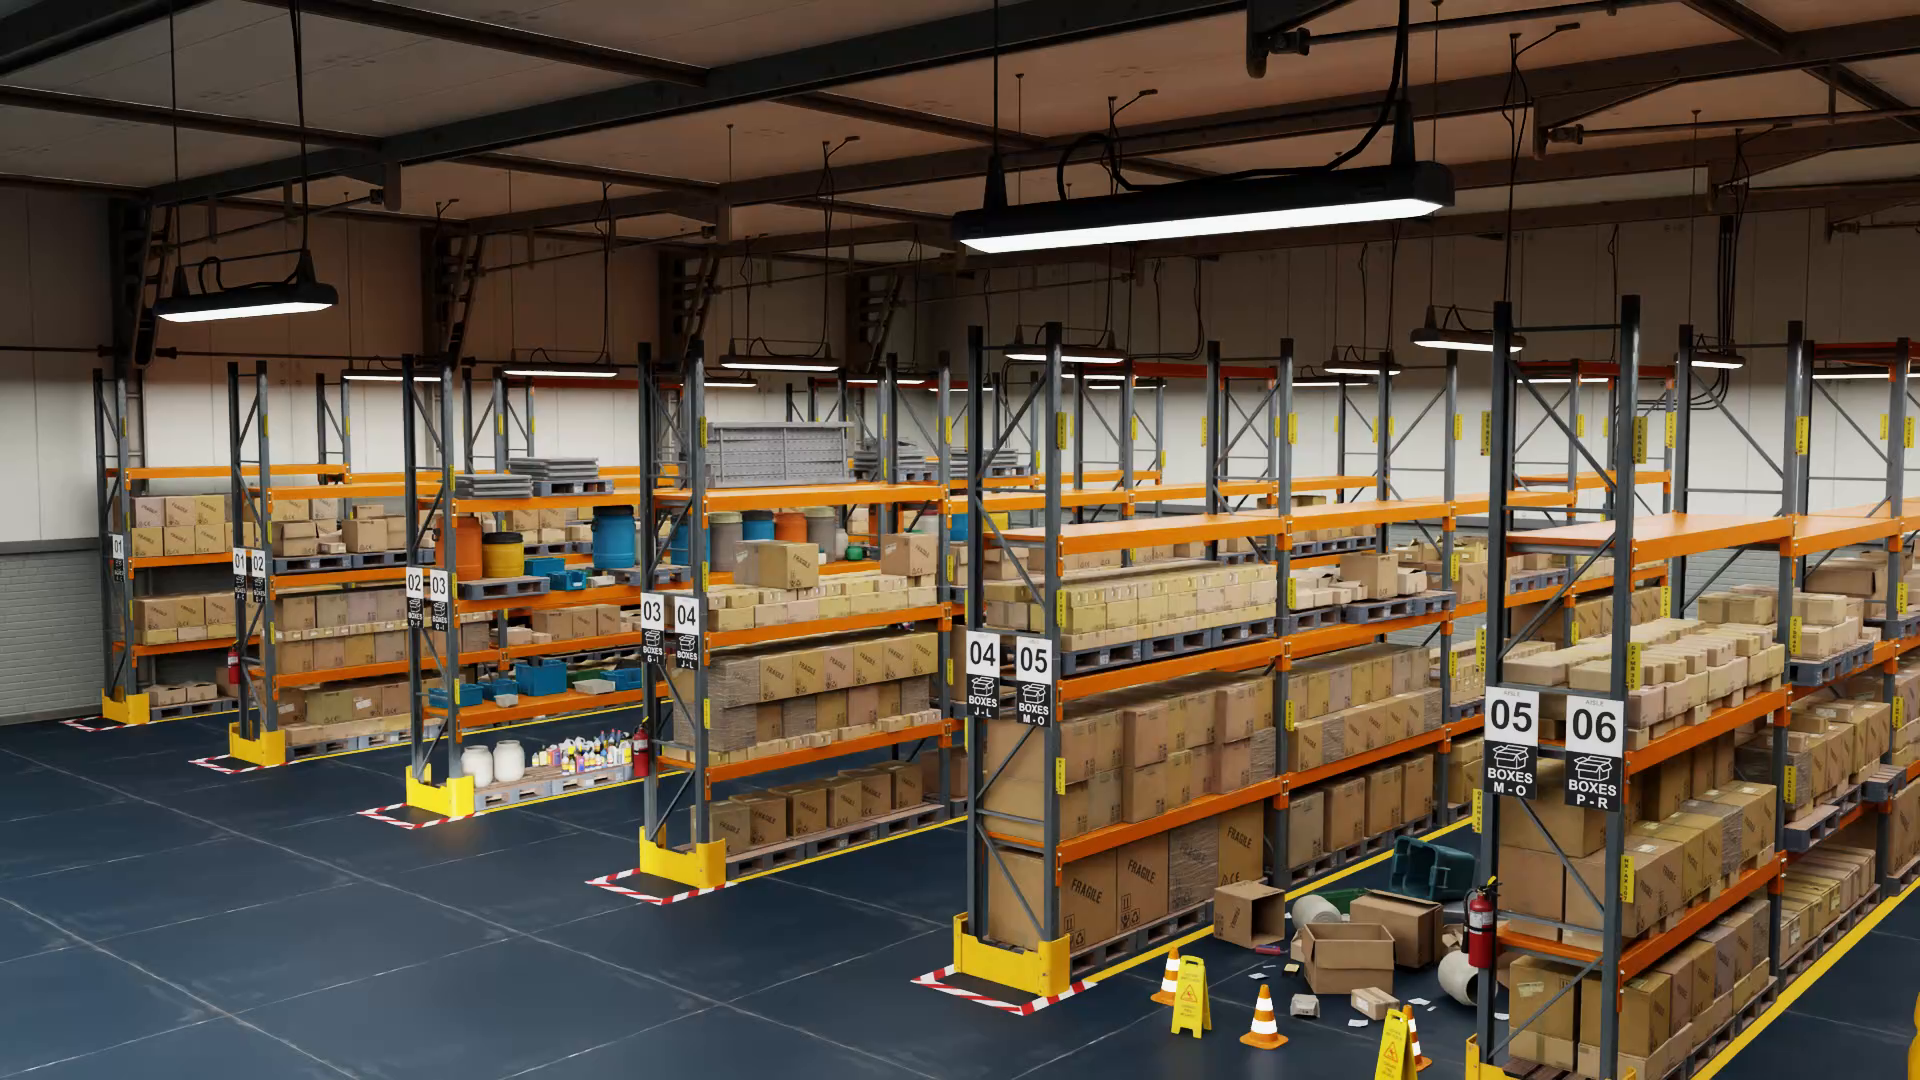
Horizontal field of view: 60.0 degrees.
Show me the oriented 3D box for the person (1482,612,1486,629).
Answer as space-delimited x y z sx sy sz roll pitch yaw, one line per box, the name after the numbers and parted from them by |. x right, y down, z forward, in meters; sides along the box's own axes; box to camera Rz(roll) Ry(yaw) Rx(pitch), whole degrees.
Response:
9.826 2.067 30.734 0.487 1.667 0.769 -2 5 -22 | person

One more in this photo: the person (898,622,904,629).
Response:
-1.255 1.962 30.875 0.572 1.622 0.603 4 6 42 | person
